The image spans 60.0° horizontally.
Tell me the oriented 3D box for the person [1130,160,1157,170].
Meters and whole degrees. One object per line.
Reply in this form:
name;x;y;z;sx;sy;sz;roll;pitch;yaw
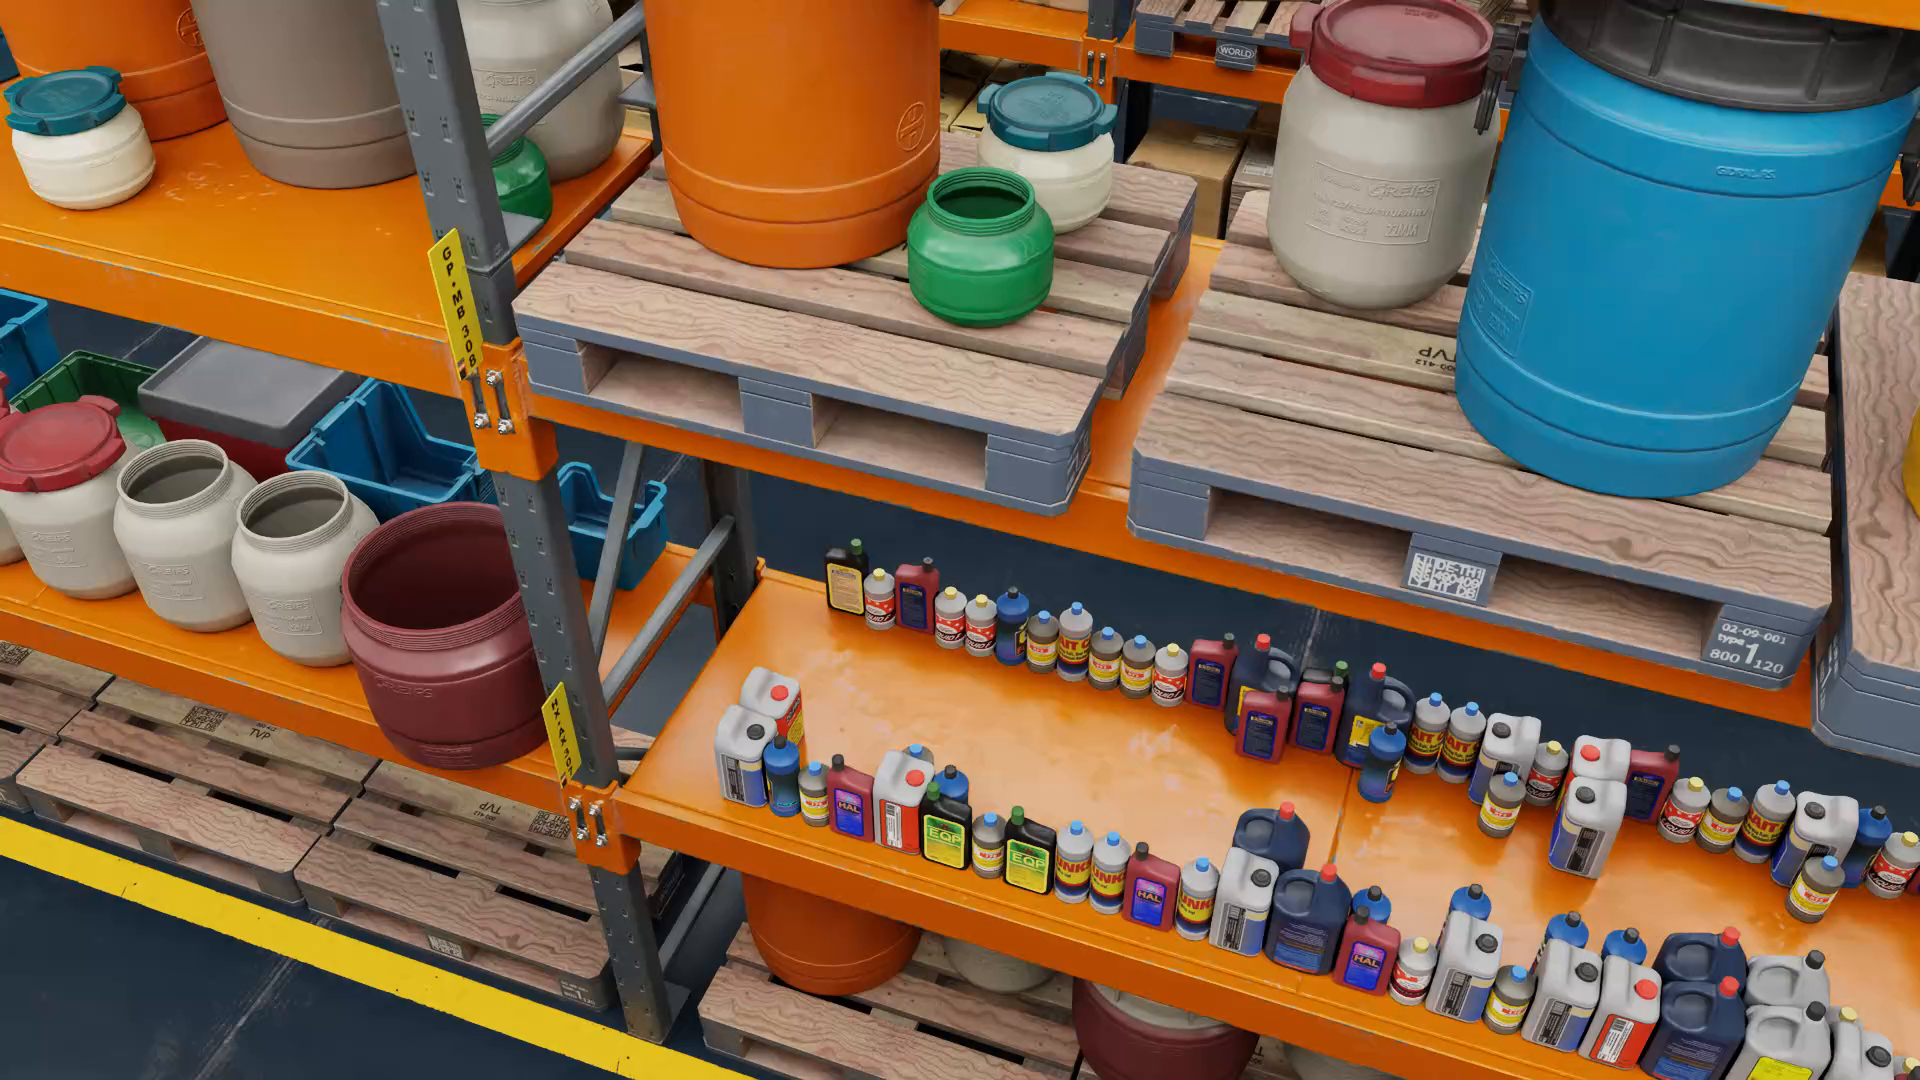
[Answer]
person;0.727;-0.865;7.125;0.482;1.594;0.341;12;43;13
